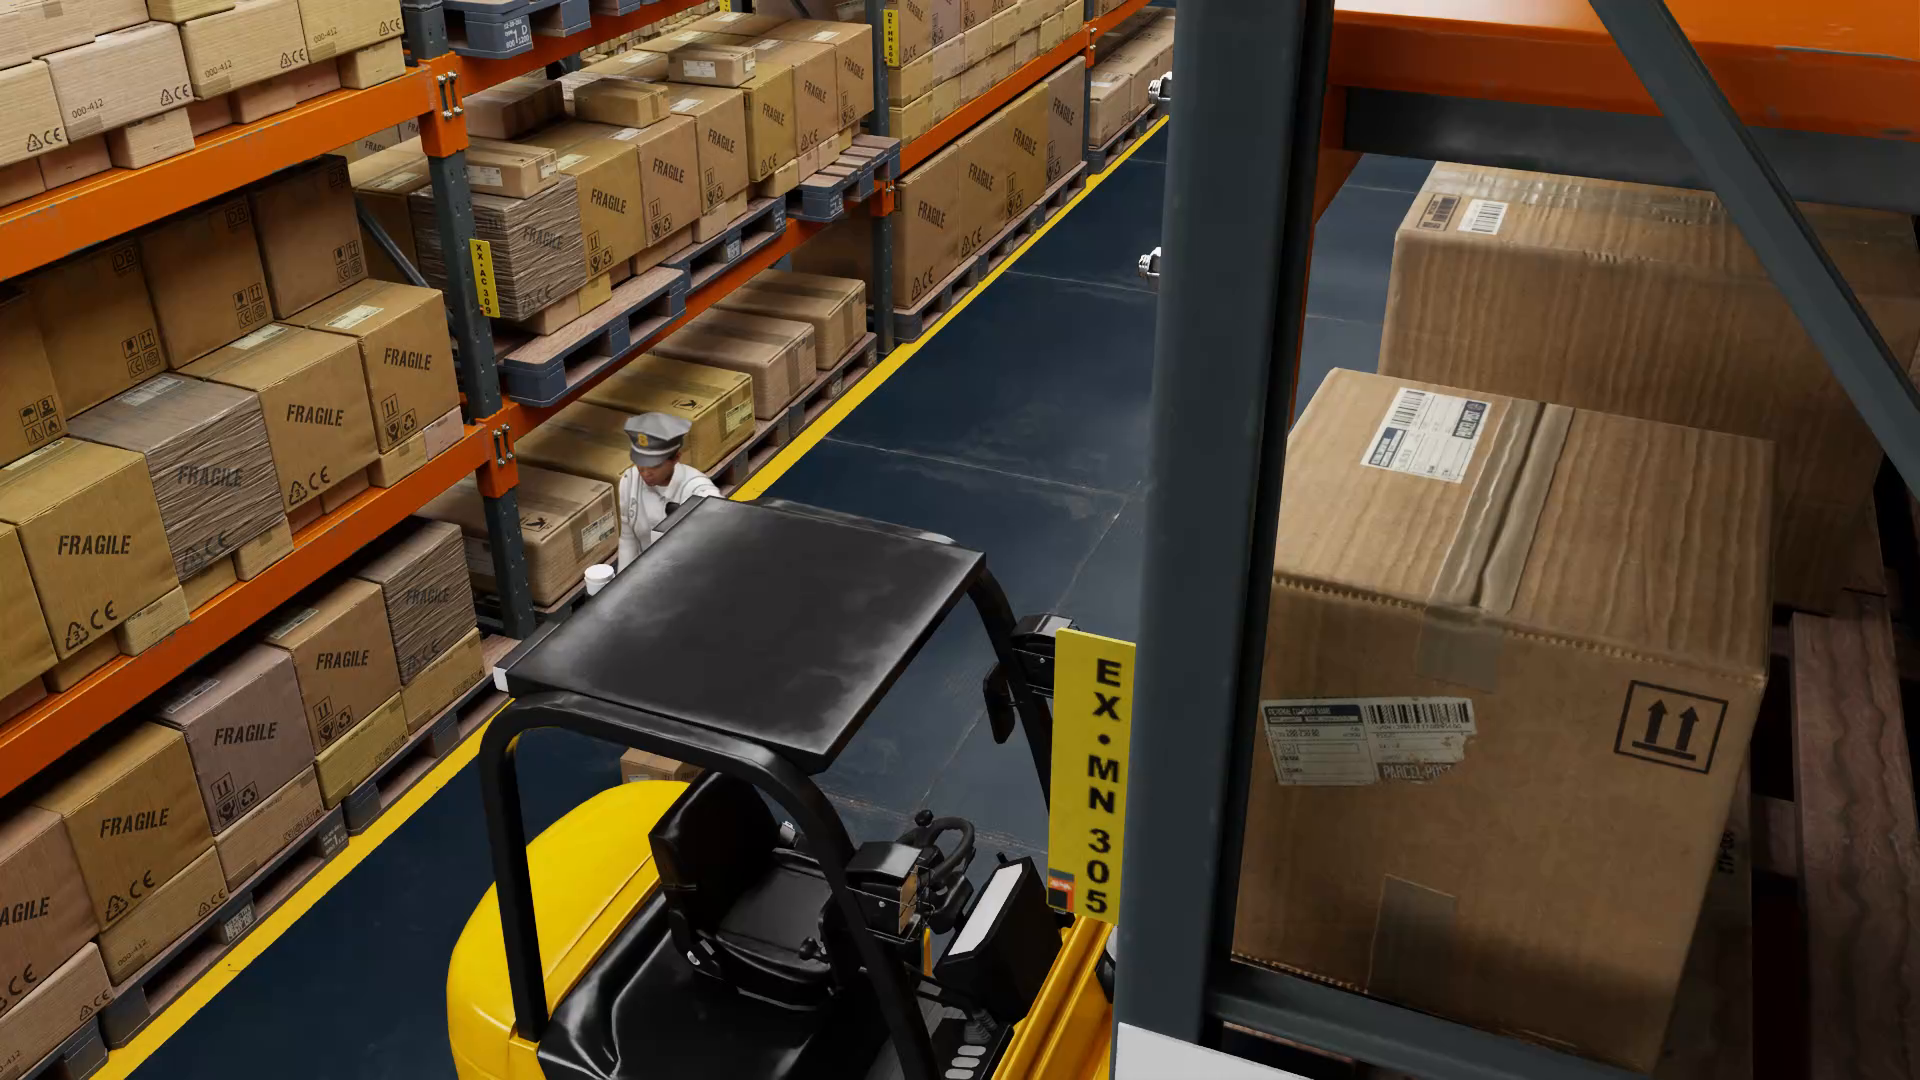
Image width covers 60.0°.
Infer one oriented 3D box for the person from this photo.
[{"bbox_3d":[-1.145,0.243,6.701,0.532,1.663,0.404,11,32,19],"label":"person"}]
